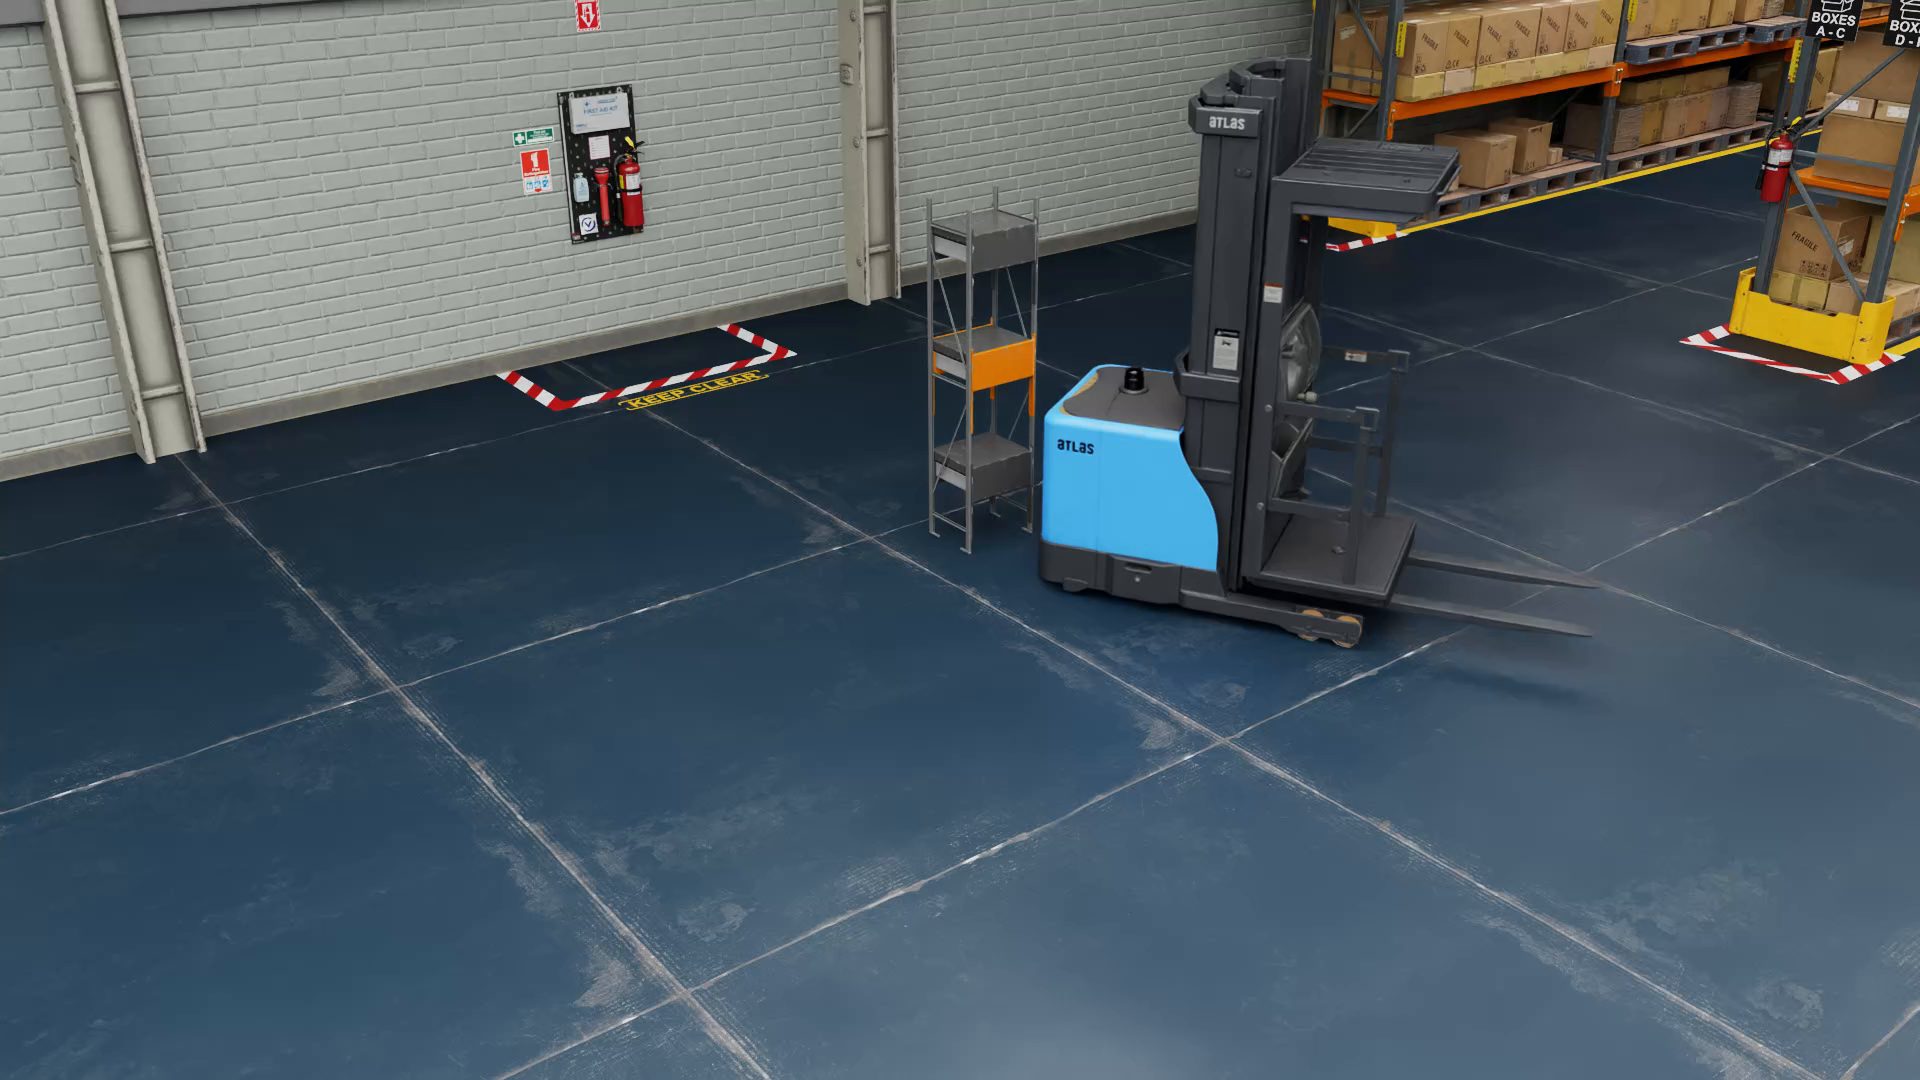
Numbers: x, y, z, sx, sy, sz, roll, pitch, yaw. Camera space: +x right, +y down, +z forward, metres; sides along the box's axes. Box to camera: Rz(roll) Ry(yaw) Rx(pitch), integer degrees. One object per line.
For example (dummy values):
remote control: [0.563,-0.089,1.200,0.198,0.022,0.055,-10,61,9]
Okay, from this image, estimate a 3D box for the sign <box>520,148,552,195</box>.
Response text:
sign: [-3.241,-2.818,12.717,0.234,0.329,0.001,-18,31,-34]

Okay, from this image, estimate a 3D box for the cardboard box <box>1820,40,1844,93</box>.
cardboard box: [11.578,-6.297,22.311,0.750,0.750,0.750,-18,31,-34]

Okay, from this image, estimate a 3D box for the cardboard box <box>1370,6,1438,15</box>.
cardboard box: [4.572,-5.233,17.225,0.500,0.500,0.500,-18,30,-33]

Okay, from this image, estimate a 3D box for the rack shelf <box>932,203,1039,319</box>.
rack shelf: [0.130,-1.618,9.612,0.480,0.518,0.431,-18,31,-34]

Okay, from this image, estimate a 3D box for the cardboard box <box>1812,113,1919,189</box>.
cardboard box: [7.365,-3.153,13.362,0.500,0.500,0.700,-18,31,-34]

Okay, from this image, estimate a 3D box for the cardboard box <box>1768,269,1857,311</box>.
cardboard box: [7.230,-2.171,14.133,0.500,0.250,0.500,-18,31,-34]

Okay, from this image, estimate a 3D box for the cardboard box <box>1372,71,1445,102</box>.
cardboard box: [4.510,-4.594,16.739,0.500,0.250,0.500,-19,31,-35]

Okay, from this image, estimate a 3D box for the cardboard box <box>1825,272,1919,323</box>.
cardboard box: [7.549,-2.000,13.763,0.500,0.250,0.500,-18,31,-34]

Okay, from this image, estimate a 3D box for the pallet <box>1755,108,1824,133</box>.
pallet: [10.892,-5.624,22.117,1.213,0.211,1.003,-18,31,-34]

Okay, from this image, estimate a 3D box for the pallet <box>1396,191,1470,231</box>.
pallet: [4.651,-3.585,17.724,1.213,0.211,1.003,-18,31,-34]

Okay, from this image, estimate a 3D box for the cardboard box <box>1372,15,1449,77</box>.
cardboard box: [4.491,-4.937,16.587,0.500,0.500,0.500,-18,31,-34]

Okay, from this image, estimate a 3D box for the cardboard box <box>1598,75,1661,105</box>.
cardboard box: [7.991,-5.388,19.853,0.500,0.250,0.500,-19,31,-35]

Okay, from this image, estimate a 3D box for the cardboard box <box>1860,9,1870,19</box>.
cardboard box: [11.828,-7.015,22.077,0.250,0.149,0.380,-18,30,-34]

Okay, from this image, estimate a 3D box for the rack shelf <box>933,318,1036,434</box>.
rack shelf: [0.130,-0.983,9.906,0.480,0.518,0.431,-18,31,-34]

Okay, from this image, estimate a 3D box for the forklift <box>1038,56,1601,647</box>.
forklift: [2.021,-1.004,8.931,3.031,2.935,1.130,10,27,20]

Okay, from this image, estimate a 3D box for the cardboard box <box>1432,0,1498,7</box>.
cardboard box: [5.373,-5.499,17.799,0.500,0.500,0.500,-18,30,-33]

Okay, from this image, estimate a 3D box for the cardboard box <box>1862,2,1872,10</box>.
cardboard box: [11.575,-7.201,21.708,0.500,0.500,0.500,-18,31,-34]

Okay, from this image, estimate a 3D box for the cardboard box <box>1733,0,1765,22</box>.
cardboard box: [9.439,-6.674,20.427,0.500,0.500,0.700,-22,33,-39]

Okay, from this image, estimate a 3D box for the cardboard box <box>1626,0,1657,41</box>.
cardboard box: [7.499,-6.036,19.051,0.500,0.500,0.700,-18,30,-34]

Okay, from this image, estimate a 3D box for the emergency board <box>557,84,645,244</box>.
emergency board: [-2.742,-2.911,12.960,0.643,1.169,0.194,-18,31,-34]

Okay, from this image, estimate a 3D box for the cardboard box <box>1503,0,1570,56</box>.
cardboard box: [6.104,-5.467,17.731,0.500,0.500,0.500,-19,31,-35]

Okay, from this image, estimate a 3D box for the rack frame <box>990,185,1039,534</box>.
rack frame: [0.322,-1.059,10.037,0.015,2.100,0.400,-18,31,-34]

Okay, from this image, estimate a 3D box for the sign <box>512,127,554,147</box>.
sign: [-3.232,-3.057,12.601,0.331,0.109,0.001,-18,31,-34]

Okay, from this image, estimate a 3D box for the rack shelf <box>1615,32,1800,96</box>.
rack shelf: [8.652,-5.863,20.175,4.000,0.370,1.077,-18,31,-34]

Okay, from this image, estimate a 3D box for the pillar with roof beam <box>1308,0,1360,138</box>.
pillar with roof beam: [6.604,-6.394,13.339,0.400,9.000,9.100,-18,31,-34]

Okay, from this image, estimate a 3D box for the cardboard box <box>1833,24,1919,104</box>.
cardboard box: [7.407,-3.756,13.119,0.500,0.500,0.700,-18,30,-34]

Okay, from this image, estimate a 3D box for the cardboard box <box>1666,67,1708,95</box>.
cardboard box: [8.802,-5.648,20.413,0.500,0.250,0.500,-18,31,-34]

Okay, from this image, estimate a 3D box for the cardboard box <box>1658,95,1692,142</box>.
cardboard box: [8.449,-5.202,20.343,0.500,0.500,0.700,-18,30,-33]

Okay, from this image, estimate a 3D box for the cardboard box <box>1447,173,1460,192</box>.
cardboard box: [4.979,-3.909,17.781,0.500,0.311,0.500,-15,29,-30]

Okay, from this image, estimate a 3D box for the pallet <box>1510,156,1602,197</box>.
pallet: [6.571,-4.219,19.090,1.213,0.211,1.003,-18,31,-34]

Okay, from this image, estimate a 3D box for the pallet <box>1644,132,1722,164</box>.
pallet: [8.650,-4.927,20.615,1.213,0.211,1.003,-18,31,-34]

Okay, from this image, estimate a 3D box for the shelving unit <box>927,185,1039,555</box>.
shelving unit: [0.130,-0.995,9.901,0.503,2.100,0.431,-18,31,-34]

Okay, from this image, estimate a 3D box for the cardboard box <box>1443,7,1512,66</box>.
cardboard box: [5.297,-5.194,17.142,0.500,0.500,0.500,-19,31,-36]

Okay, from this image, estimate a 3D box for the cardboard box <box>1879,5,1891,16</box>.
cardboard box: [12.255,-7.146,22.359,0.250,0.149,0.380,-19,31,-35]

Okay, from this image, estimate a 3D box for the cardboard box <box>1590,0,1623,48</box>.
cardboard box: [6.897,-5.726,18.288,0.500,0.500,0.500,-18,31,-34]

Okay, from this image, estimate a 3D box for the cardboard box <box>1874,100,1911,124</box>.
cardboard box: [7.432,-3.361,13.040,0.250,0.149,0.380,-19,31,-34]

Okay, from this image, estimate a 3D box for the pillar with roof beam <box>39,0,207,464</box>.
pillar with roof beam: [-2.839,-3.277,6.622,0.400,9.000,9.100,-18,31,-34]

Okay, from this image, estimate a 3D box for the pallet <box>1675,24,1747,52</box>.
pallet: [8.693,-6.094,20.046,1.213,0.211,1.003,-18,31,-34]

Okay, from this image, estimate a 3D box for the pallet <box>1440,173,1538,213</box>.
pallet: [5.610,-3.900,18.403,1.213,0.211,1.003,-18,31,-34]

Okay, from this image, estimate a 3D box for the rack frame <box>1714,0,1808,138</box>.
rack frame: [10.226,-6.709,21.143,0.127,3.000,1.000,-18,31,-34]

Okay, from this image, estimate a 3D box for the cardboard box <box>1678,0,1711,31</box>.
cardboard box: [8.442,-6.360,19.749,0.500,0.500,0.700,-14,28,-27]

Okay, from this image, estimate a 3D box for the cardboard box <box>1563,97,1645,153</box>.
cardboard box: [7.647,-4.932,19.762,0.500,0.500,0.700,-17,30,-32]

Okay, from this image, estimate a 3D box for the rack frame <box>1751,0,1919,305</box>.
rack frame: [6.990,-2.991,13.131,0.127,3.000,1.000,-18,31,-34]

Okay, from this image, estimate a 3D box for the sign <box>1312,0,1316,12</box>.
sign: [3.603,-5.489,16.762,0.005,0.325,0.100,-18,31,-34]

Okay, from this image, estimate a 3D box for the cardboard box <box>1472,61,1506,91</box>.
cardboard box: [5.314,-4.864,17.321,0.500,0.250,0.500,-19,31,-35]

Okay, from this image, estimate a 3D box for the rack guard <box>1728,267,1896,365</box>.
rack guard: [6.971,-1.851,13.644,0.348,0.500,1.175,-18,31,-34]

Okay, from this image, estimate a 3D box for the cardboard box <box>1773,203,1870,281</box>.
cardboard box: [7.228,-2.512,13.977,0.500,0.500,0.500,-18,31,-34]

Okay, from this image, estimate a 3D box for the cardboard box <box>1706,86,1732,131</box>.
cardboard box: [9.214,-5.475,20.931,0.500,0.500,0.700,-18,31,-34]

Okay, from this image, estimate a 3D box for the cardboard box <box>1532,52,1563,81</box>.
cardboard box: [6.109,-5.125,17.884,0.500,0.250,0.500,-18,31,-34]

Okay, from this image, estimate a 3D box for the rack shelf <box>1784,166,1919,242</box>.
rack shelf: [8.564,-3.184,14.402,4.000,0.370,1.077,-18,31,-34]

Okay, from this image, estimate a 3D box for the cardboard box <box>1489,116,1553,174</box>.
cardboard box: [6.286,-4.453,18.728,0.500,0.500,0.500,-21,32,-38]

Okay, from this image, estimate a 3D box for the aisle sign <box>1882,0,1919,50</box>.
aisle sign: [7.127,-4.052,12.329,0.004,0.787,0.394,-18,31,-34]

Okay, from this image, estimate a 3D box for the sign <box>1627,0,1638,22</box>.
sign: [7.419,-5.885,18.339,0.005,0.325,0.100,-18,31,-34]

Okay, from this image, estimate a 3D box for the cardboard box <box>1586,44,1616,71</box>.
cardboard box: [6.892,-5.388,18.450,0.500,0.250,0.500,-18,30,-34]
